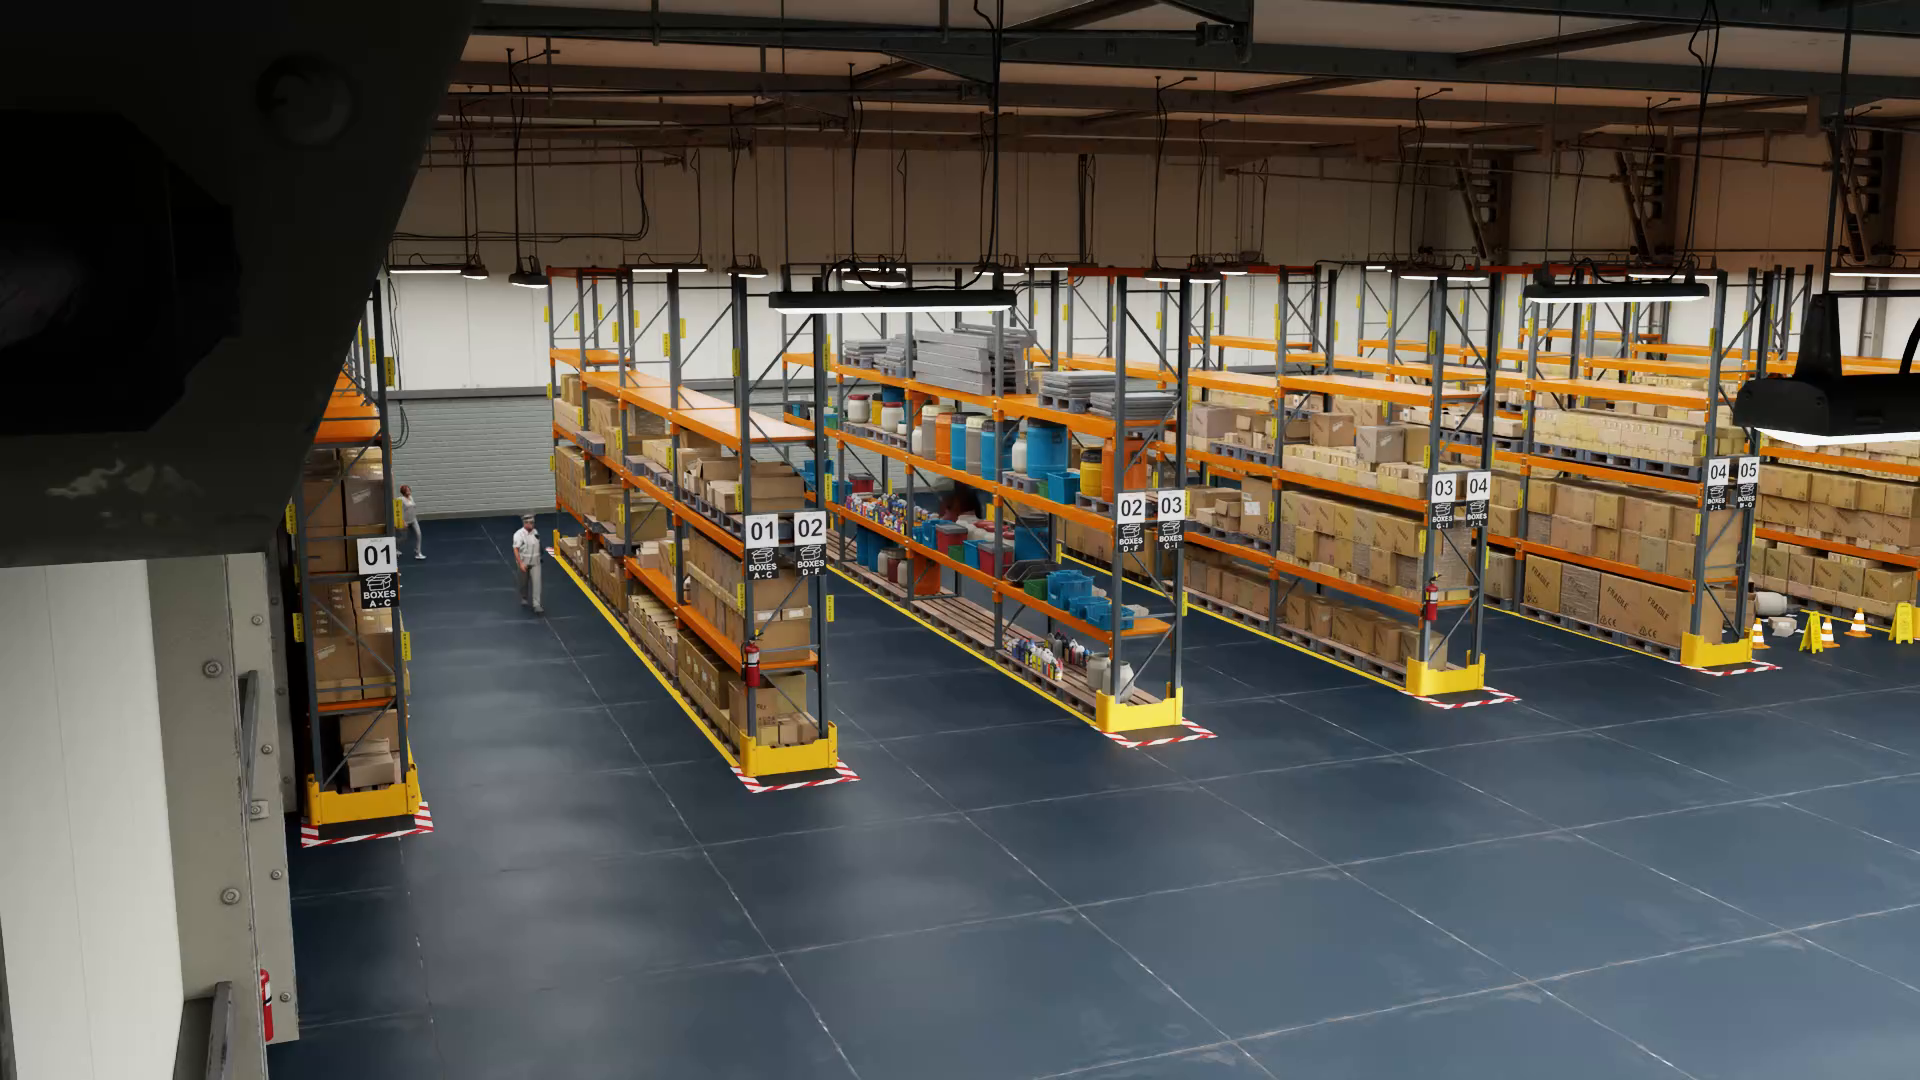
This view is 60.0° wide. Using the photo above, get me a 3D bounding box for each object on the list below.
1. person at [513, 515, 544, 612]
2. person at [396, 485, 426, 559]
[{"bbox_3d":[-7.627,0.401,29.391,0.521,1.719,1.032,-3,10,-17],"label":"person"},{"bbox_3d":[-11.413,-0.339,34.309,0.803,1.444,0.460,7,12,35],"label":"person"}]
